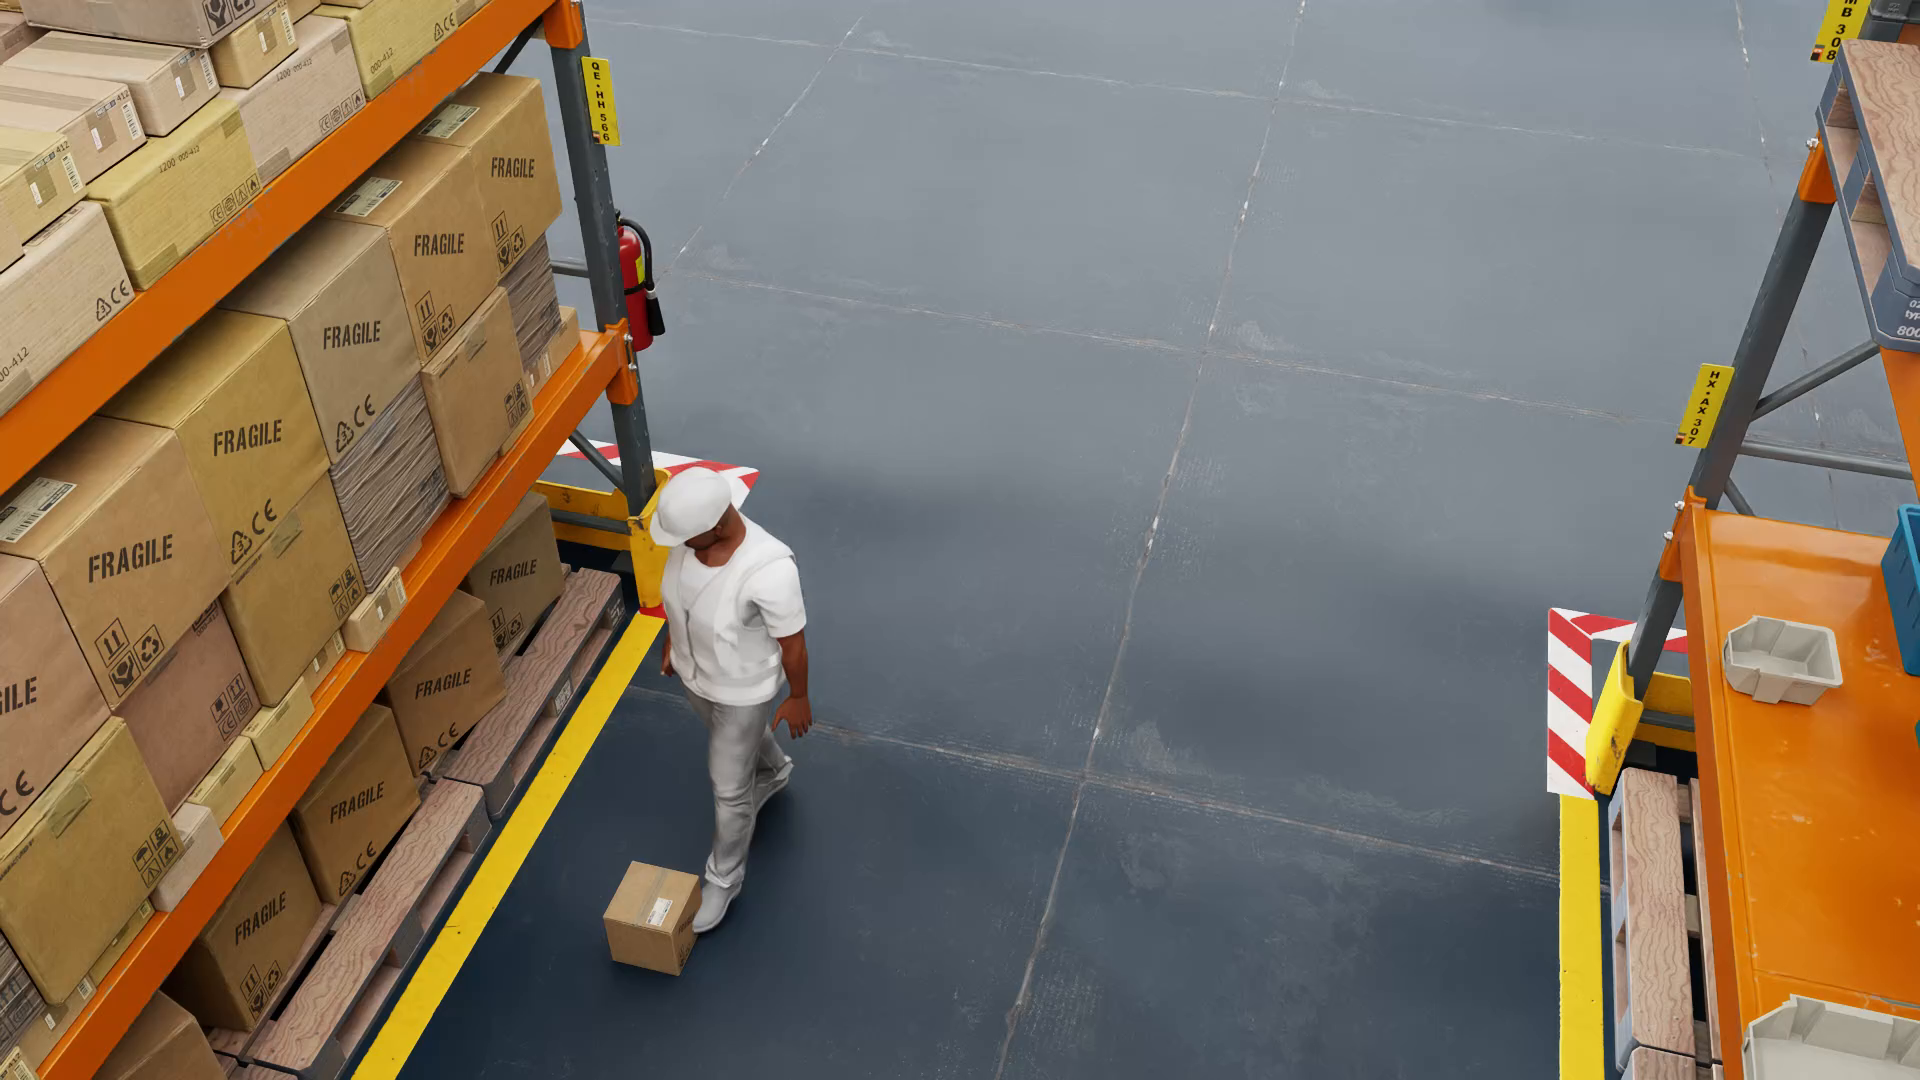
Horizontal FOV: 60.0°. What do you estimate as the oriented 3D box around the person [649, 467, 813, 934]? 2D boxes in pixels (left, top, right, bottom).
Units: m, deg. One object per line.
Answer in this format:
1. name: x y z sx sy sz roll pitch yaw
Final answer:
1. person: -0.843 0.482 5.571 0.629 1.742 0.769 29 49 29
